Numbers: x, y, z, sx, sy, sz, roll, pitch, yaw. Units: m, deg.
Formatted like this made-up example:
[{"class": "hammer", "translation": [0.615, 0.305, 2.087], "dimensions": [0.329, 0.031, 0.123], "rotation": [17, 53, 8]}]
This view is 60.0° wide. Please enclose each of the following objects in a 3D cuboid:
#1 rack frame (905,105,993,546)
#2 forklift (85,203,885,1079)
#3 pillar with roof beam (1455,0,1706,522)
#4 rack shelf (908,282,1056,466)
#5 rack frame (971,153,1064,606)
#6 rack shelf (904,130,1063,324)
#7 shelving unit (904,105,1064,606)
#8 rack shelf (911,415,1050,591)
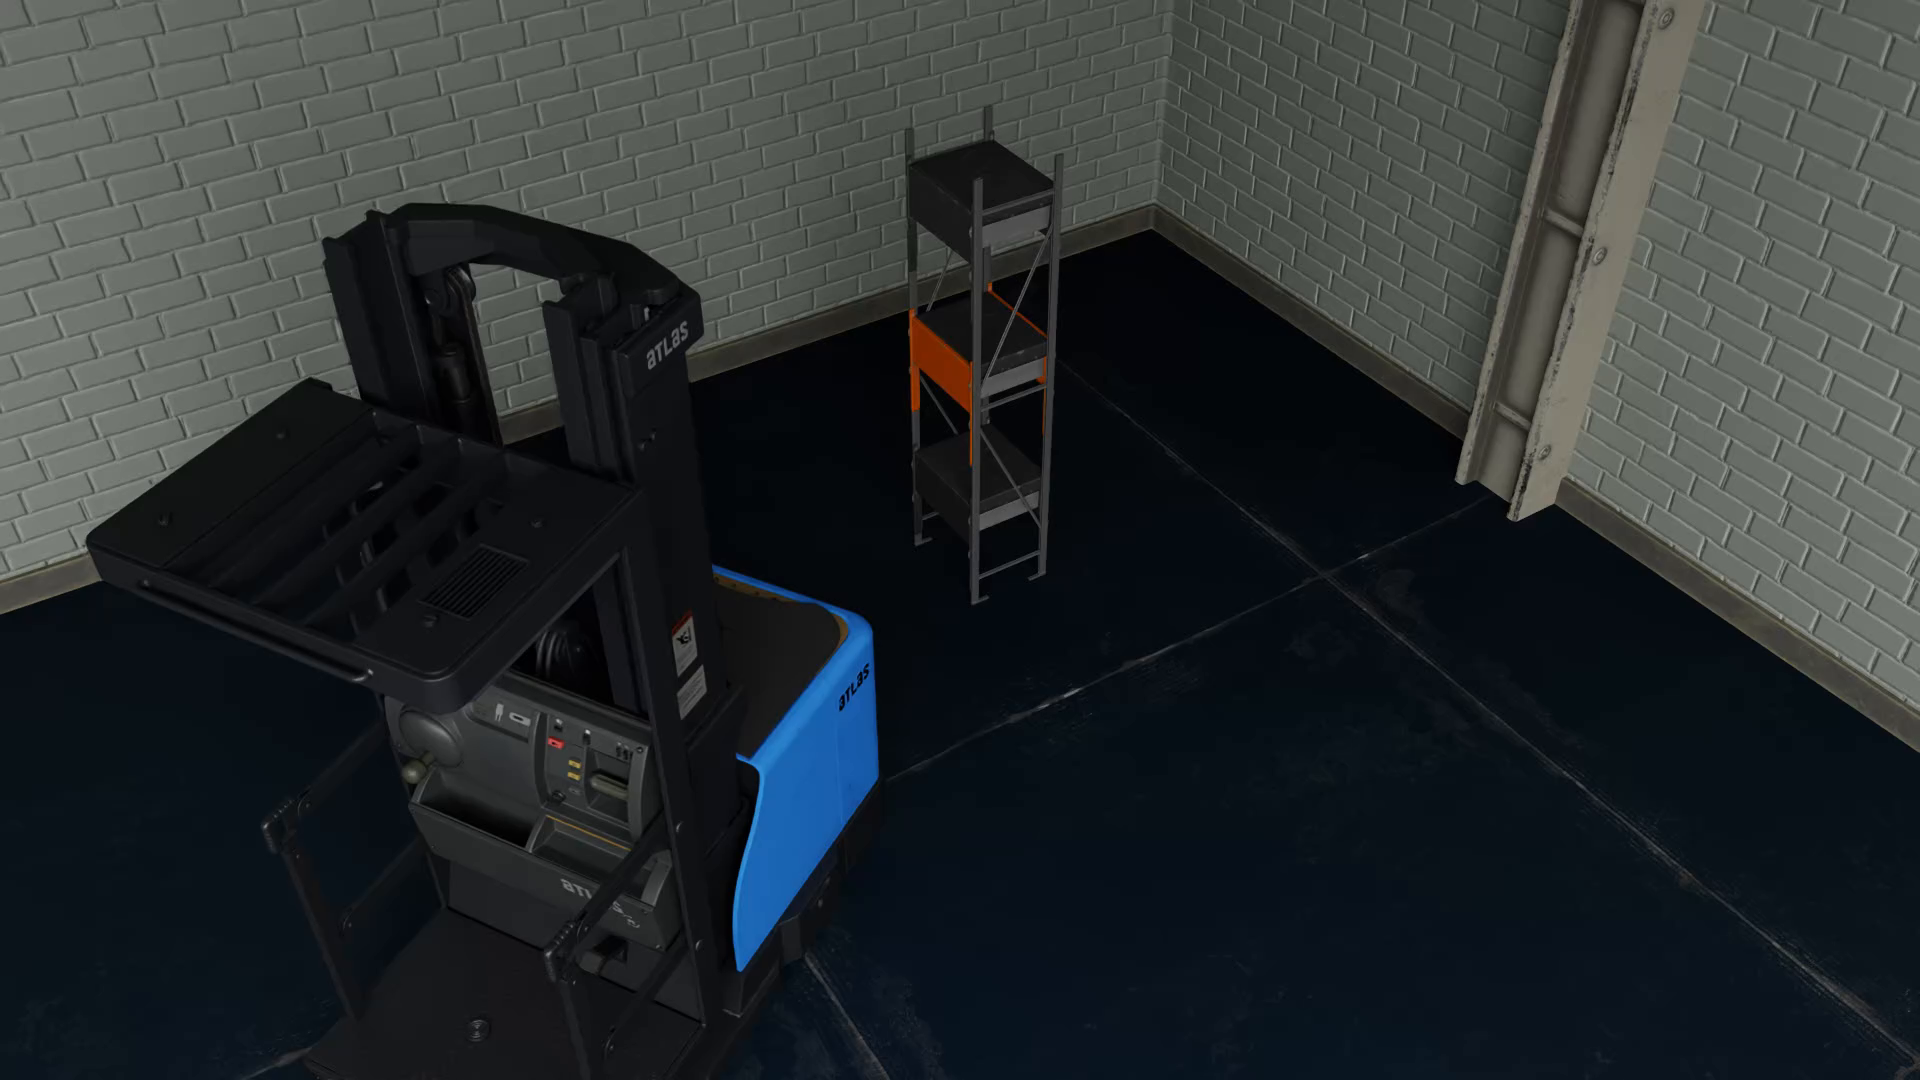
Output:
[{"class": "rack frame", "translation": [-0.042, -0.849, 7.189], "dimensions": [0.400, 2.100, 0.015], "rotation": [-22, 45, -24]}, {"class": "forklift", "translation": [-1.393, 0.681, 4.704], "dimensions": [1.130, 2.935, 3.031], "rotation": [18, 43, 20]}, {"class": "pillar with roof beam", "translation": [-0.968, -2.220, 3.445], "dimensions": [9.100, 9.000, 0.400], "rotation": [-22, 45, -24]}, {"class": "rack shelf", "translation": [0.089, -0.707, 7.040], "dimensions": [0.431, 0.518, 0.480], "rotation": [-22, 45, -24]}, {"class": "rack frame", "translation": [0.220, -0.586, 6.873], "dimensions": [0.400, 2.100, 0.015], "rotation": [-22, 45, -24]}, {"class": "rack shelf", "translation": [0.089, -1.245, 6.592], "dimensions": [0.431, 0.518, 0.480], "rotation": [-22, 45, -24]}, {"class": "shelving unit", "translation": [0.089, -0.717, 7.031], "dimensions": [0.431, 2.100, 0.503], "rotation": [-22, 45, -24]}, {"class": "rack shelf", "translation": [0.089, -0.169, 7.488], "dimensions": [0.431, 0.518, 0.480], "rotation": [-22, 45, -24]}]
